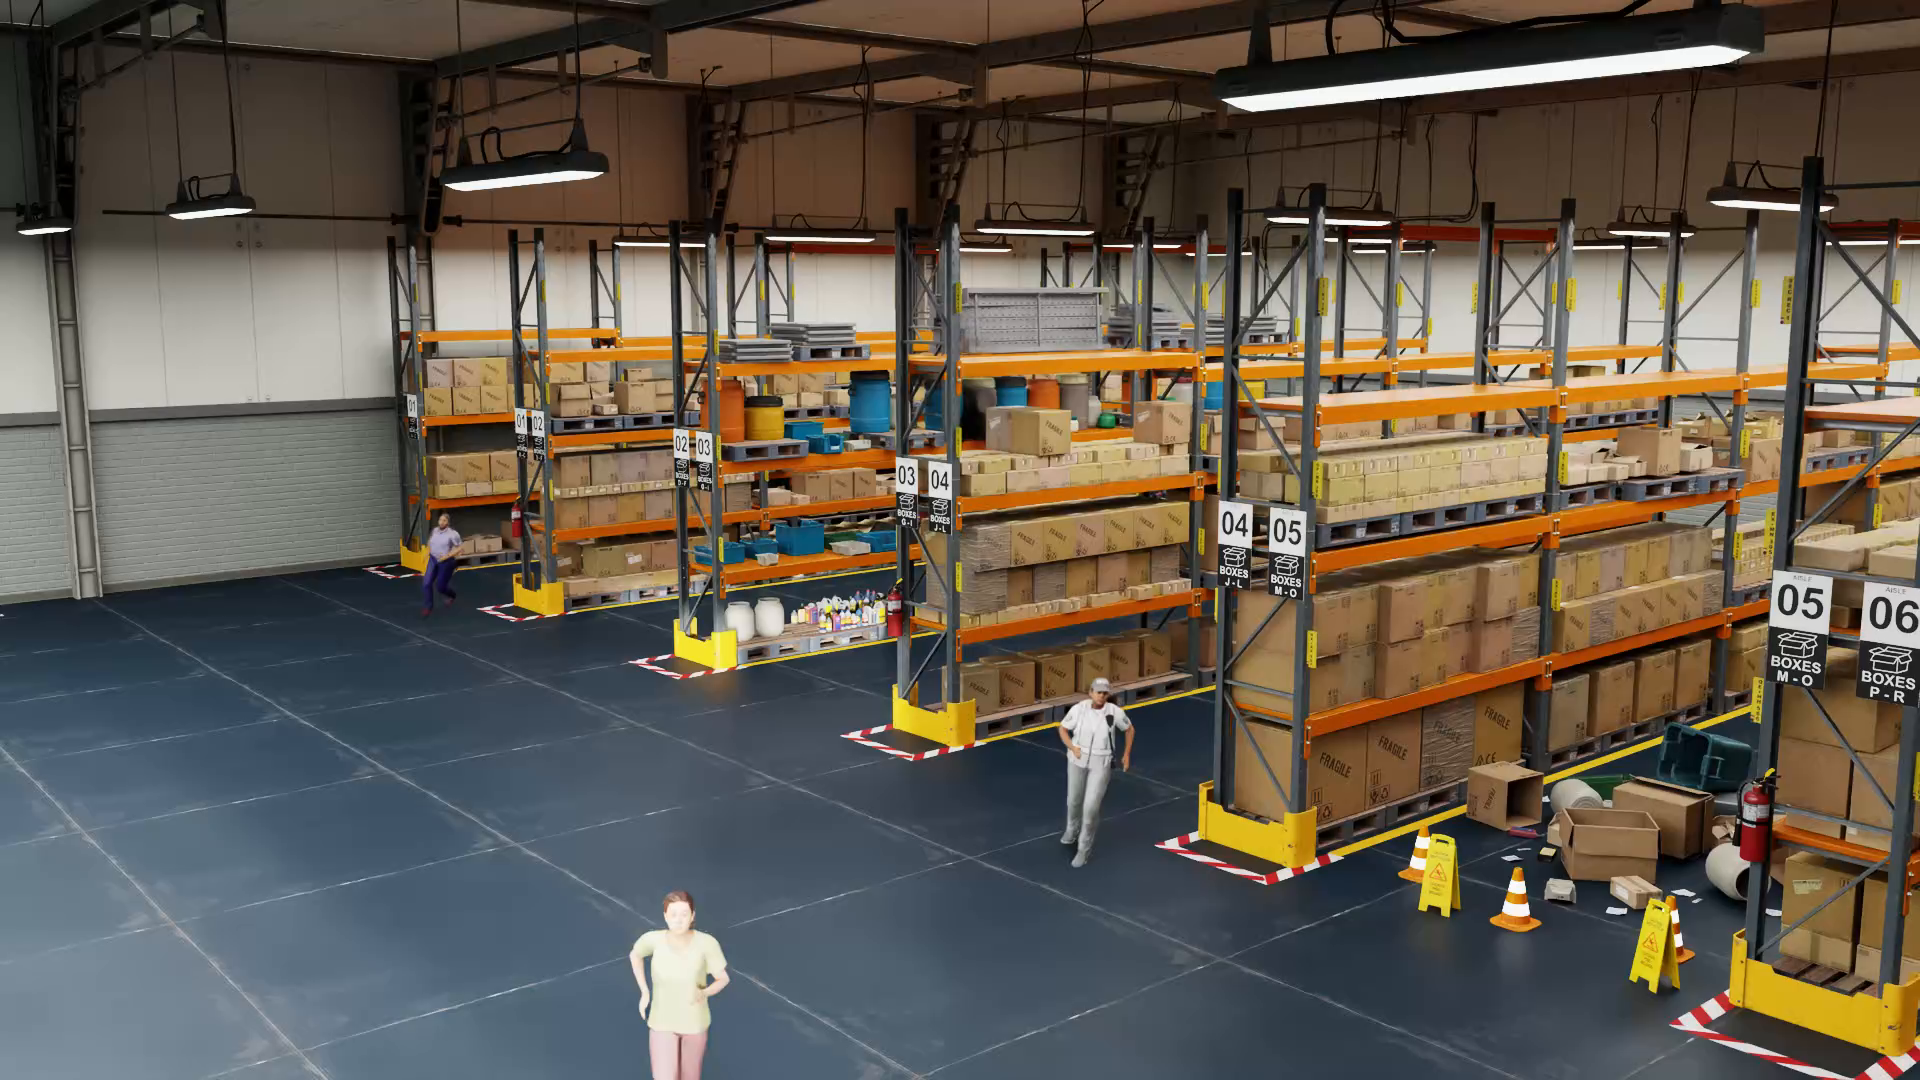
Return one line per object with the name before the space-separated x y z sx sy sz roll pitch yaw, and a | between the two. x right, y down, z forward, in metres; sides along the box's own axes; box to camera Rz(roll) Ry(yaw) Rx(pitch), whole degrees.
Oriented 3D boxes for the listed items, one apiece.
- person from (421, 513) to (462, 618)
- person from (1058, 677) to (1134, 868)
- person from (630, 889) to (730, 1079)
person | -8.122 0.375 26.172 0.647 1.612 0.787 2 9 14
person | 1.218 2.067 15.049 0.667 1.705 0.708 2 9 13
person | -1.634 2.874 9.730 0.554 1.703 0.825 -2 9 -11
